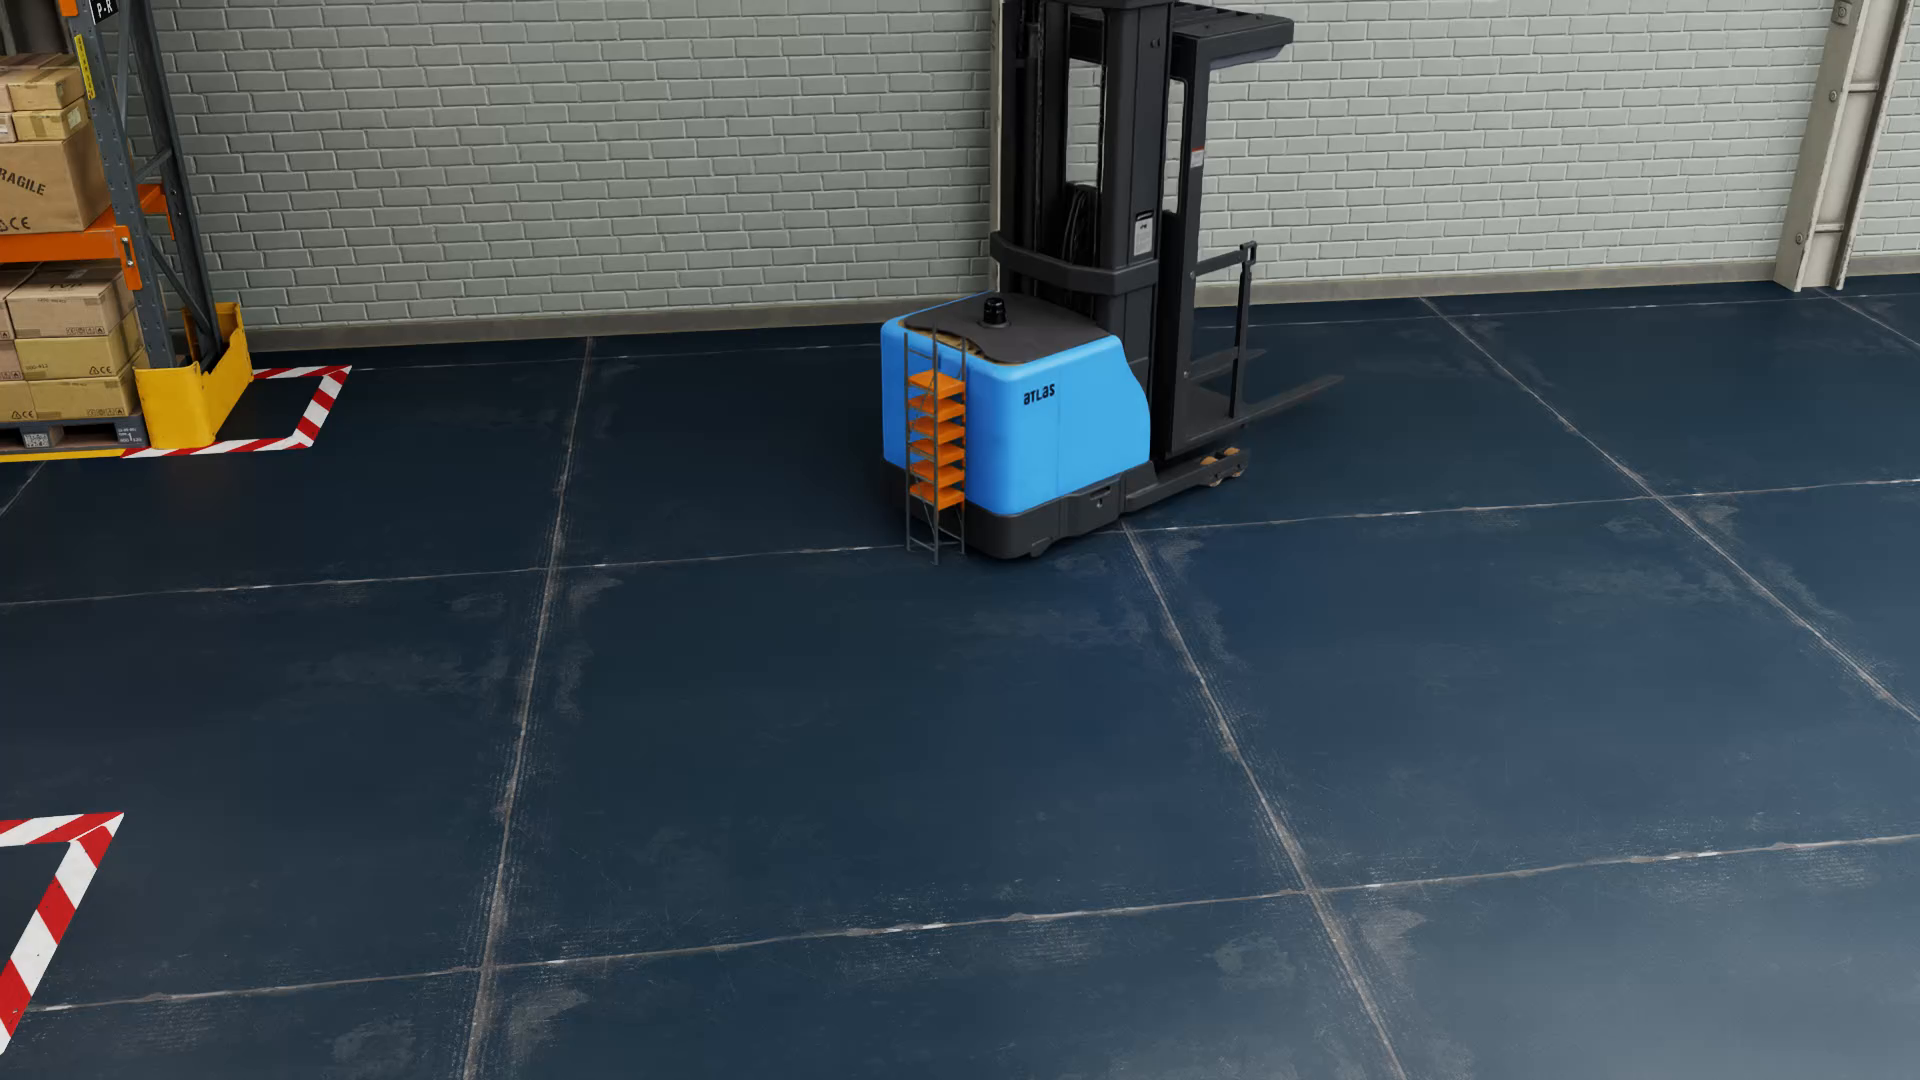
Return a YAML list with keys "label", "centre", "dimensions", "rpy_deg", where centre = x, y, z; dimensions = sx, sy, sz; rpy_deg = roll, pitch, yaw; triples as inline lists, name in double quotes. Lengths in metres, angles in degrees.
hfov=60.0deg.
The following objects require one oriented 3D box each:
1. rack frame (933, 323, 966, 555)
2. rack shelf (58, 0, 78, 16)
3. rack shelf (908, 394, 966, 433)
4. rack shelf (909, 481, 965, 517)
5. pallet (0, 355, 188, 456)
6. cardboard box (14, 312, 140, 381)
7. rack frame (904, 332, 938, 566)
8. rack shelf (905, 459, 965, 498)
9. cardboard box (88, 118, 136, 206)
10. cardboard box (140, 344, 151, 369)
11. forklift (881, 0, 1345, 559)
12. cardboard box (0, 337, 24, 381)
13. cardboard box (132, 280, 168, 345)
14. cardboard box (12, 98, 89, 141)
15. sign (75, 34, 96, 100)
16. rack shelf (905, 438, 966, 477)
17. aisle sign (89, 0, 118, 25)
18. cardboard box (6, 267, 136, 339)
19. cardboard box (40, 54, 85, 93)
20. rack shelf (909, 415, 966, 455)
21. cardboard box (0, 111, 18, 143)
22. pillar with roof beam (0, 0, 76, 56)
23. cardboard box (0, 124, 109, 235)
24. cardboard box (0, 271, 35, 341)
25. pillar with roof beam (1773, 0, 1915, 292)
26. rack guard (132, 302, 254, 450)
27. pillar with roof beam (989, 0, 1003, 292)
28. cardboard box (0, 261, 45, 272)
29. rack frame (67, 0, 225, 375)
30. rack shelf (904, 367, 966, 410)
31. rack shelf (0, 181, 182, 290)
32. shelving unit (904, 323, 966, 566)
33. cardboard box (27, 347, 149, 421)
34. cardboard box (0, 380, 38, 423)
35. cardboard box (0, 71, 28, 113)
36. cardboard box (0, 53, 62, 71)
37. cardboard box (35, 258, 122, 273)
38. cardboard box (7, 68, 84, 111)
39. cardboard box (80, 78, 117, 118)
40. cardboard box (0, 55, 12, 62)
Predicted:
- label: "rack frame"
  centre: [-0.056, -0.494, 8.397]
  dimensions: [0.006, 1.200, 0.240]
  rpy_deg: [-22, 35, -36]
- label: "rack shelf"
  centre: [-6.685, -3.021, 8.855]
  dimensions: [4.000, 0.370, 1.077]
  rpy_deg: [-4, 27, -7]
- label: "rack shelf"
  centre: [-0.124, -0.640, 8.253]
  dimensions: [0.180, 0.103, 0.258]
  rpy_deg: [-22, 35, -36]
- label: "rack shelf"
  centre: [-0.125, -0.214, 8.474]
  dimensions: [0.180, 0.103, 0.258]
  rpy_deg: [-22, 35, -36]
- label: "pallet"
  centre: [-5.455, -0.826, 10.128]
  dimensions: [1.213, 0.211, 1.003]
  rpy_deg: [-4, 27, -7]
- label: "cardboard box"
  centre: [-5.142, -1.148, 9.706]
  dimensions: [0.500, 0.250, 0.500]
  rpy_deg: [-4, 27, -8]
- label: "rack frame"
  centre: [-0.193, -0.439, 8.289]
  dimensions: [0.006, 1.200, 0.240]
  rpy_deg: [-22, 35, -36]
- label: "rack shelf"
  centre: [-0.125, -0.321, 8.419]
  dimensions: [0.180, 0.103, 0.258]
  rpy_deg: [-22, 35, -36]
- label: "cardboard box"
  centre: [-5.233, -2.273, 9.784]
  dimensions: [0.500, 0.500, 0.500]
  rpy_deg: [-3, 27, -5]
- label: "cardboard box"
  centre: [-5.218, -1.155, 10.267]
  dimensions: [0.500, 0.250, 0.500]
  rpy_deg: [-4, 27, -7]
- label: "forklift"
  centre: [1.010, -1.762, 8.973]
  dimensions: [3.031, 2.935, 1.130]
  rpy_deg: [-22, 34, -36]
- label: "cardboard box"
  centre: [-5.641, -1.121, 9.653]
  dimensions: [0.500, 0.250, 0.500]
  rpy_deg: [-4, 27, -8]
- label: "cardboard box"
  centre: [-5.199, -1.384, 10.166]
  dimensions: [0.500, 0.250, 0.500]
  rpy_deg: [-3, 27, -6]
- label: "cardboard box"
  centre: [-5.008, -2.319, 9.163]
  dimensions: [0.250, 0.149, 0.380]
  rpy_deg: [-3, 27, -6]
- label: "sign"
  centre: [-4.642, -2.509, 8.825]
  dimensions: [0.005, 0.325, 0.100]
  rpy_deg: [-4, 27, -7]
- label: "rack shelf"
  centre: [-0.125, -0.427, 8.364]
  dimensions: [0.180, 0.103, 0.258]
  rpy_deg: [-22, 35, -36]
- label: "aisle sign"
  centre: [-4.598, -3.162, 8.780]
  dimensions: [0.004, 0.787, 0.394]
  rpy_deg: [-4, 27, -7]
- label: "cardboard box"
  centre: [-5.117, -1.372, 9.595]
  dimensions: [0.500, 0.250, 0.500]
  rpy_deg: [-3, 27, -5]
- label: "cardboard box"
  centre: [-5.066, -2.675, 9.531]
  dimensions: [0.250, 0.149, 0.380]
  rpy_deg: [-4, 27, -8]
- label: "rack shelf"
  centre: [-0.124, -0.534, 8.309]
  dimensions: [0.180, 0.103, 0.258]
  rpy_deg: [-22, 35, -36]
- label: "cardboard box"
  centre: [-5.257, -2.289, 9.105]
  dimensions: [0.250, 0.149, 0.380]
  rpy_deg: [-3, 27, -6]
- label: "pillar with roof beam"
  centre: [-4.919, -3.220, 5.169]
  dimensions: [0.400, 9.000, 9.100]
  rpy_deg: [-4, 27, -7]
- label: "cardboard box"
  centre: [-5.155, -2.029, 9.308]
  dimensions: [0.500, 0.500, 0.500]
  rpy_deg: [-4, 27, -8]
- label: "cardboard box"
  centre: [-5.621, -1.337, 9.527]
  dimensions: [0.500, 0.250, 0.500]
  rpy_deg: [-3, 27, -6]
- label: "pillar with roof beam"
  centre: [6.964, -3.984, 6.656]
  dimensions: [0.400, 9.000, 9.100]
  rpy_deg: [-4, 27, -7]
- label: "rack guard"
  centre: [-4.680, -1.024, 10.197]
  dimensions: [0.348, 0.500, 1.175]
  rpy_deg: [-4, 27, -7]
- label: "pillar with roof beam"
  centre: [1.022, -3.602, 5.913]
  dimensions: [0.400, 9.000, 9.100]
  rpy_deg: [-4, 27, -7]
- label: "cardboard box"
  centre: [-5.701, -1.564, 9.969]
  dimensions: [0.500, 0.250, 0.500]
  rpy_deg: [-4, 27, -7]
- label: "rack frame"
  centre: [-4.704, -2.134, 9.624]
  dimensions: [0.127, 3.000, 1.000]
  rpy_deg: [-4, 27, -7]
- label: "rack shelf"
  centre: [-0.123, -0.747, 8.198]
  dimensions: [0.180, 0.103, 0.258]
  rpy_deg: [-22, 35, -36]
- label: "rack shelf"
  centre: [-6.685, -1.687, 9.540]
  dimensions: [4.000, 0.370, 1.077]
  rpy_deg: [-4, 27, -7]
- label: "shelving unit"
  centre: [-0.124, -0.467, 8.343]
  dimensions: [0.189, 1.200, 0.258]
  rpy_deg: [-22, 35, -36]
- label: "cardboard box"
  centre: [-5.125, -0.925, 9.819]
  dimensions: [0.500, 0.250, 0.500]
  rpy_deg: [-3, 27, -7]
- label: "cardboard box"
  centre: [-5.619, -0.898, 9.766]
  dimensions: [0.500, 0.250, 0.500]
  rpy_deg: [-4, 27, -7]
- label: "cardboard box"
  centre: [-5.269, -2.452, 9.097]
  dimensions: [0.250, 0.149, 0.380]
  rpy_deg: [-4, 27, -7]
- label: "cardboard box"
  centre: [-5.338, -2.686, 9.554]
  dimensions: [0.250, 0.149, 0.380]
  rpy_deg: [-3, 27, -5]
- label: "cardboard box"
  centre: [-5.206, -1.598, 10.034]
  dimensions: [0.500, 0.250, 0.500]
  rpy_deg: [-4, 27, -8]
- label: "cardboard box"
  centre: [-5.029, -2.482, 9.155]
  dimensions: [0.250, 0.149, 0.380]
  rpy_deg: [-4, 27, -7]
- label: "cardboard box"
  centre: [-5.076, -2.563, 9.639]
  dimensions: [0.250, 0.149, 0.380]
  rpy_deg: [-4, 27, -8]
- label: "cardboard box"
  centre: [-5.590, -2.650, 9.483]
  dimensions: [0.250, 0.149, 0.380]
  rpy_deg: [-3, 27, -6]
